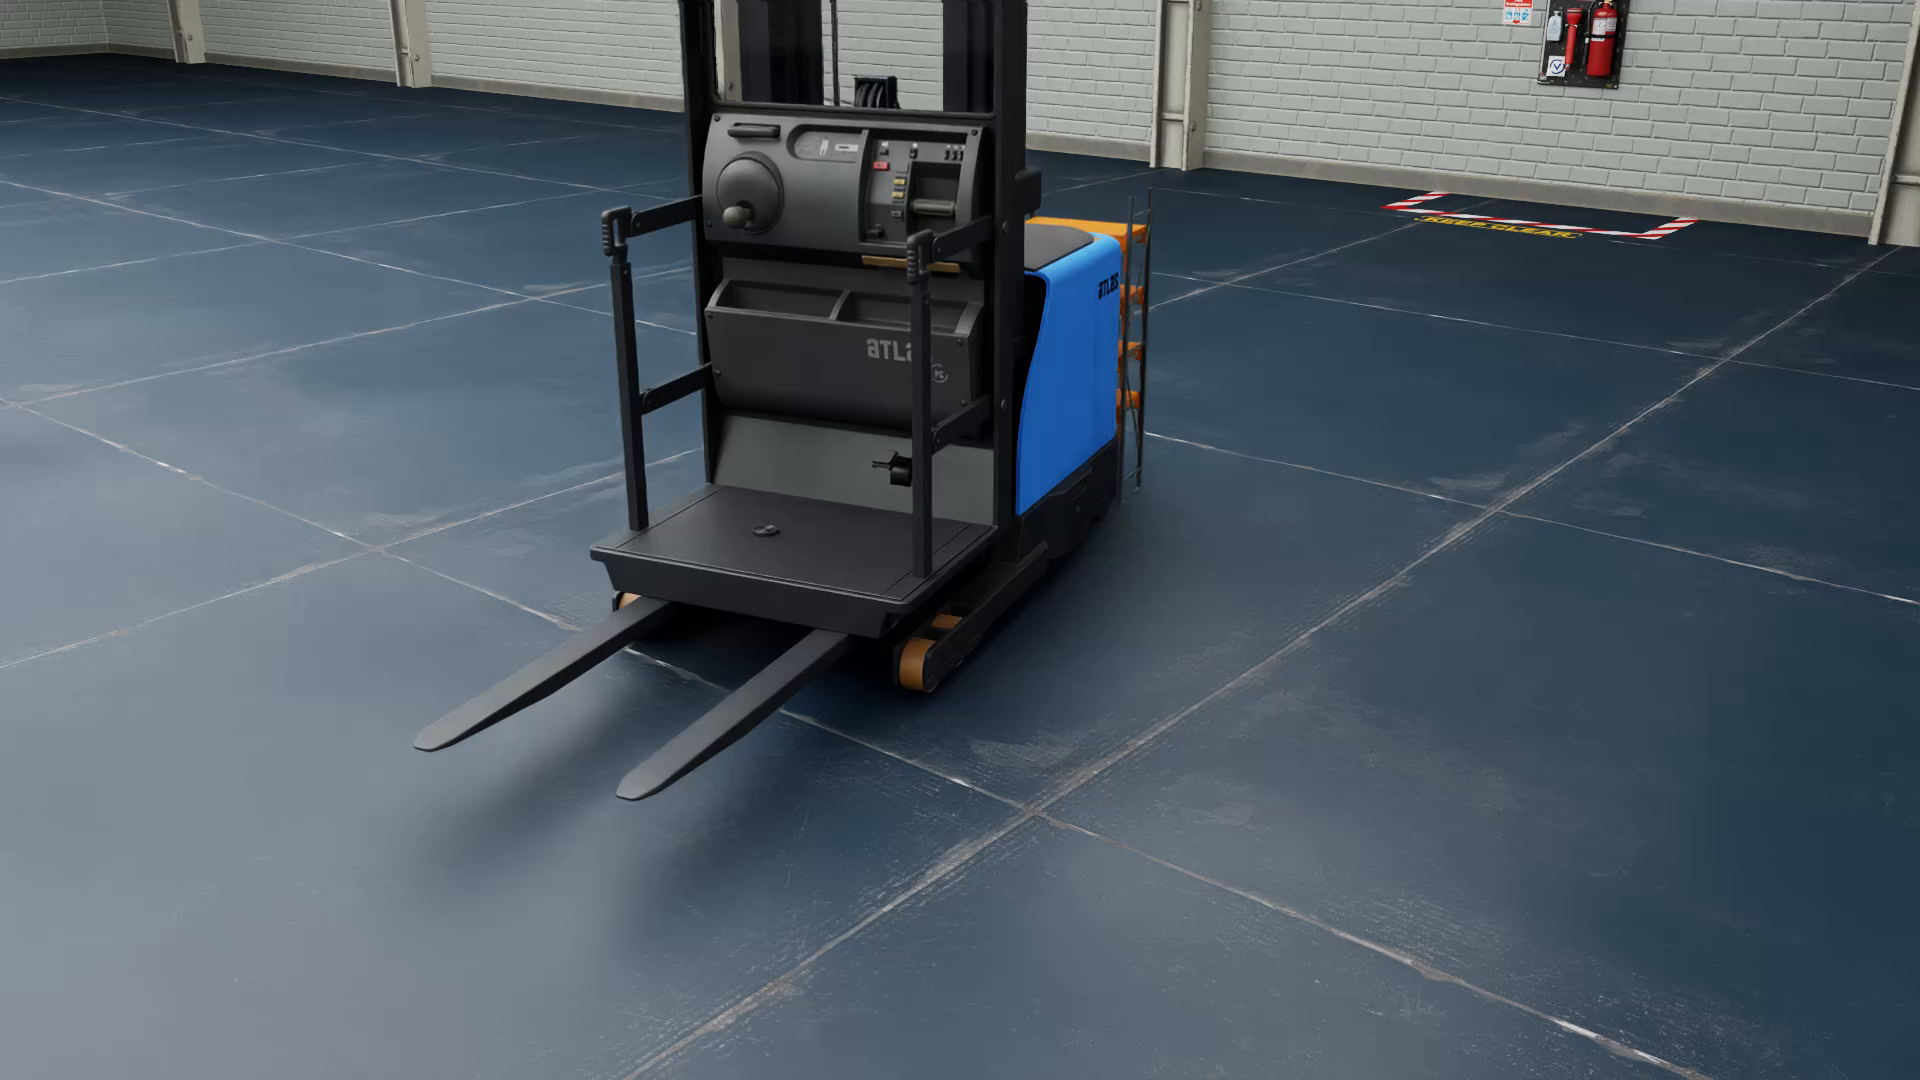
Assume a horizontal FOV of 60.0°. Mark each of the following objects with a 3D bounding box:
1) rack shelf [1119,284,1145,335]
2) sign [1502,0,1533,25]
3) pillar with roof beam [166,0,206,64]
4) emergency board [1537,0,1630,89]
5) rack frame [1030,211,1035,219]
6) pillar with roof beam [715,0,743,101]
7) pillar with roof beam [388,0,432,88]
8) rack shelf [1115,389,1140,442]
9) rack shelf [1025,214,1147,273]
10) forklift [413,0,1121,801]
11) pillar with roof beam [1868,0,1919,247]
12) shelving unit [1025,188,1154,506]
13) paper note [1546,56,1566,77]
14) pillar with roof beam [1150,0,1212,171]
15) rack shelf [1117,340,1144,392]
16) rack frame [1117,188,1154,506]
[{"bbox_3d":[0.457,-0.920,6.463,0.480,0.148,0.258,10,23,24],"label":"rack shelf"},{"bbox_3d":[4.381,-4.214,13.041,0.234,0.329,0.001,16,26,36],"label":"sign"},{"bbox_3d":[-14.681,-10.469,21.176,0.400,9.000,9.100,16,26,36],"label":"pillar with roof beam"},{"bbox_3d":[4.744,-4.046,12.646,0.643,1.169,0.194,16,26,36],"label":"emergency board"},{"bbox_3d":[0.237,-0.811,6.618,0.015,1.200,0.240,10,23,24],"label":"rack frame"},{"bbox_3d":[-5.385,-7.792,14.076,0.400,9.000,9.100,16,26,36],"label":"pillar with roof beam"},{"bbox_3d":[-10.033,-9.130,17.626,0.400,9.000,9.100,16,26,36],"label":"pillar with roof beam"},{"bbox_3d":[0.456,-0.525,6.612,0.480,0.148,0.258,10,23,24],"label":"rack shelf"},{"bbox_3d":[0.457,-1.141,6.380,0.480,0.148,0.258,10,23,24],"label":"rack shelf"},{"bbox_3d":[-0.454,-1.087,4.897,1.130,2.935,3.031,9,22,22],"label":"forklift"},{"bbox_3d":[3.912,-5.114,6.977,0.400,9.000,9.100,16,26,36],"label":"pillar with roof beam"},{"bbox_3d":[0.457,-0.774,6.519,0.503,1.200,0.258,10,23,24],"label":"shelving unit"},{"bbox_3d":[4.650,-3.692,12.956,0.142,0.148,0.016,16,26,36],"label":"paper note"},{"bbox_3d":[-0.736,-6.453,10.527,0.400,9.000,9.100,16,26,36],"label":"pillar with roof beam"},{"bbox_3d":[0.457,-0.711,6.542,0.480,0.148,0.258,10,23,24],"label":"rack shelf"},{"bbox_3d":[0.676,-0.736,6.419,0.015,1.200,0.240,10,23,24],"label":"rack frame"}]
